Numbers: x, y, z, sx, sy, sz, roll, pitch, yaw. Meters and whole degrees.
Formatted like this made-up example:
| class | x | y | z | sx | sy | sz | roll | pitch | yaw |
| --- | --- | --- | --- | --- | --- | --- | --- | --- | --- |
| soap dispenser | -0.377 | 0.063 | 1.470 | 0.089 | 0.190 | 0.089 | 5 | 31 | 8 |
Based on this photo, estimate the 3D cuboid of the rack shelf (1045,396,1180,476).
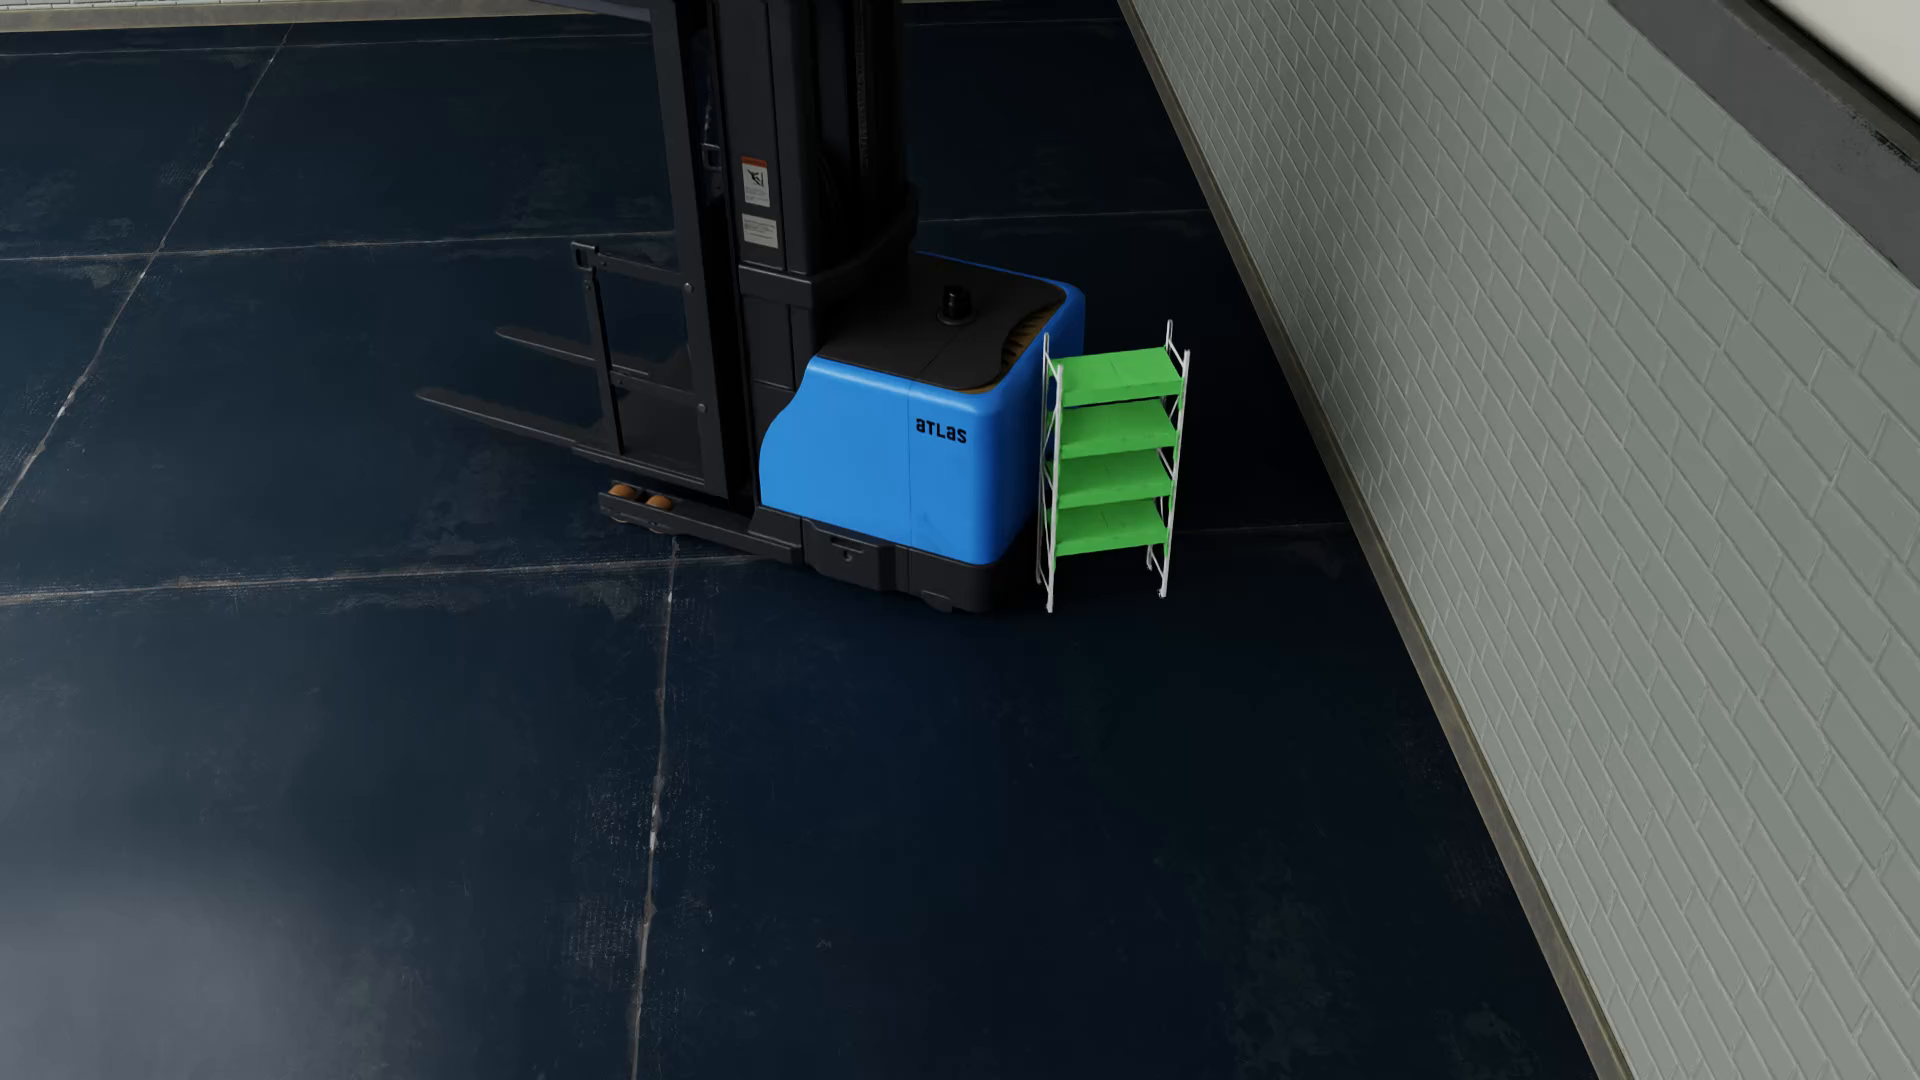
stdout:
| class | x | y | z | sx | sy | sz | roll | pitch | yaw |
| --- | --- | --- | --- | --- | --- | --- | --- | --- | --- |
| rack shelf | 0.589 | -0.411 | 6.517 | 0.480 | 0.148 | 0.258 | -7 | 39 | -9 |

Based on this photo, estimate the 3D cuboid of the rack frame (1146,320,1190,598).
| class | x | y | z | sx | sy | sz | roll | pitch | yaw |
| --- | --- | --- | --- | --- | --- | --- | --- | --- | --- |
| rack frame | 0.829 | -0.302 | 6.664 | 0.015 | 1.200 | 0.240 | -7 | 39 | -9 |

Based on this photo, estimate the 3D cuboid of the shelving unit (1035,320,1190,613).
| class | x | y | z | sx | sy | sz | roll | pitch | yaw |
| --- | --- | --- | --- | --- | --- | --- | --- | --- | --- |
| shelving unit | 0.589 | -0.272 | 6.626 | 0.503 | 1.200 | 0.258 | -7 | 39 | -9 |

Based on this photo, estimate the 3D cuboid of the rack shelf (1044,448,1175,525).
| class | x | y | z | sx | sy | sz | roll | pitch | yaw |
| --- | --- | --- | --- | --- | --- | --- | --- | --- | --- |
| rack shelf | 0.589 | -0.222 | 6.666 | 0.480 | 0.148 | 0.258 | -7 | 39 | -9 |

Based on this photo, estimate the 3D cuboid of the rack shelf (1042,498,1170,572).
| class | x | y | z | sx | sy | sz | roll | pitch | yaw |
| --- | --- | --- | --- | --- | --- | --- | --- | --- | --- |
| rack shelf | 0.589 | -0.034 | 6.815 | 0.480 | 0.148 | 0.258 | -7 | 39 | -9 |

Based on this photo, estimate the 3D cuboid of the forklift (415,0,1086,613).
| class | x | y | z | sx | sy | sz | roll | pitch | yaw |
| --- | --- | --- | --- | --- | --- | --- | --- | --- | --- |
| forklift | -1.029 | -1.458 | 6.732 | 3.031 | 2.935 | 1.130 | 16 | 41 | 19 |

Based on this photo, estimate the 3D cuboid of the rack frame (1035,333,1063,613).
| class | x | y | z | sx | sy | sz | roll | pitch | yaw |
| --- | --- | --- | --- | --- | --- | --- | --- | --- | --- |
| rack frame | 0.350 | -0.243 | 6.589 | 0.015 | 1.200 | 0.240 | -7 | 39 | -9 |

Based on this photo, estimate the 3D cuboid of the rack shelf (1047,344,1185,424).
| class | x | y | z | sx | sy | sz | roll | pitch | yaw |
| --- | --- | --- | --- | --- | --- | --- | --- | --- | --- |
| rack shelf | 0.589 | -0.599 | 6.369 | 0.480 | 0.148 | 0.258 | -7 | 39 | -9 |
